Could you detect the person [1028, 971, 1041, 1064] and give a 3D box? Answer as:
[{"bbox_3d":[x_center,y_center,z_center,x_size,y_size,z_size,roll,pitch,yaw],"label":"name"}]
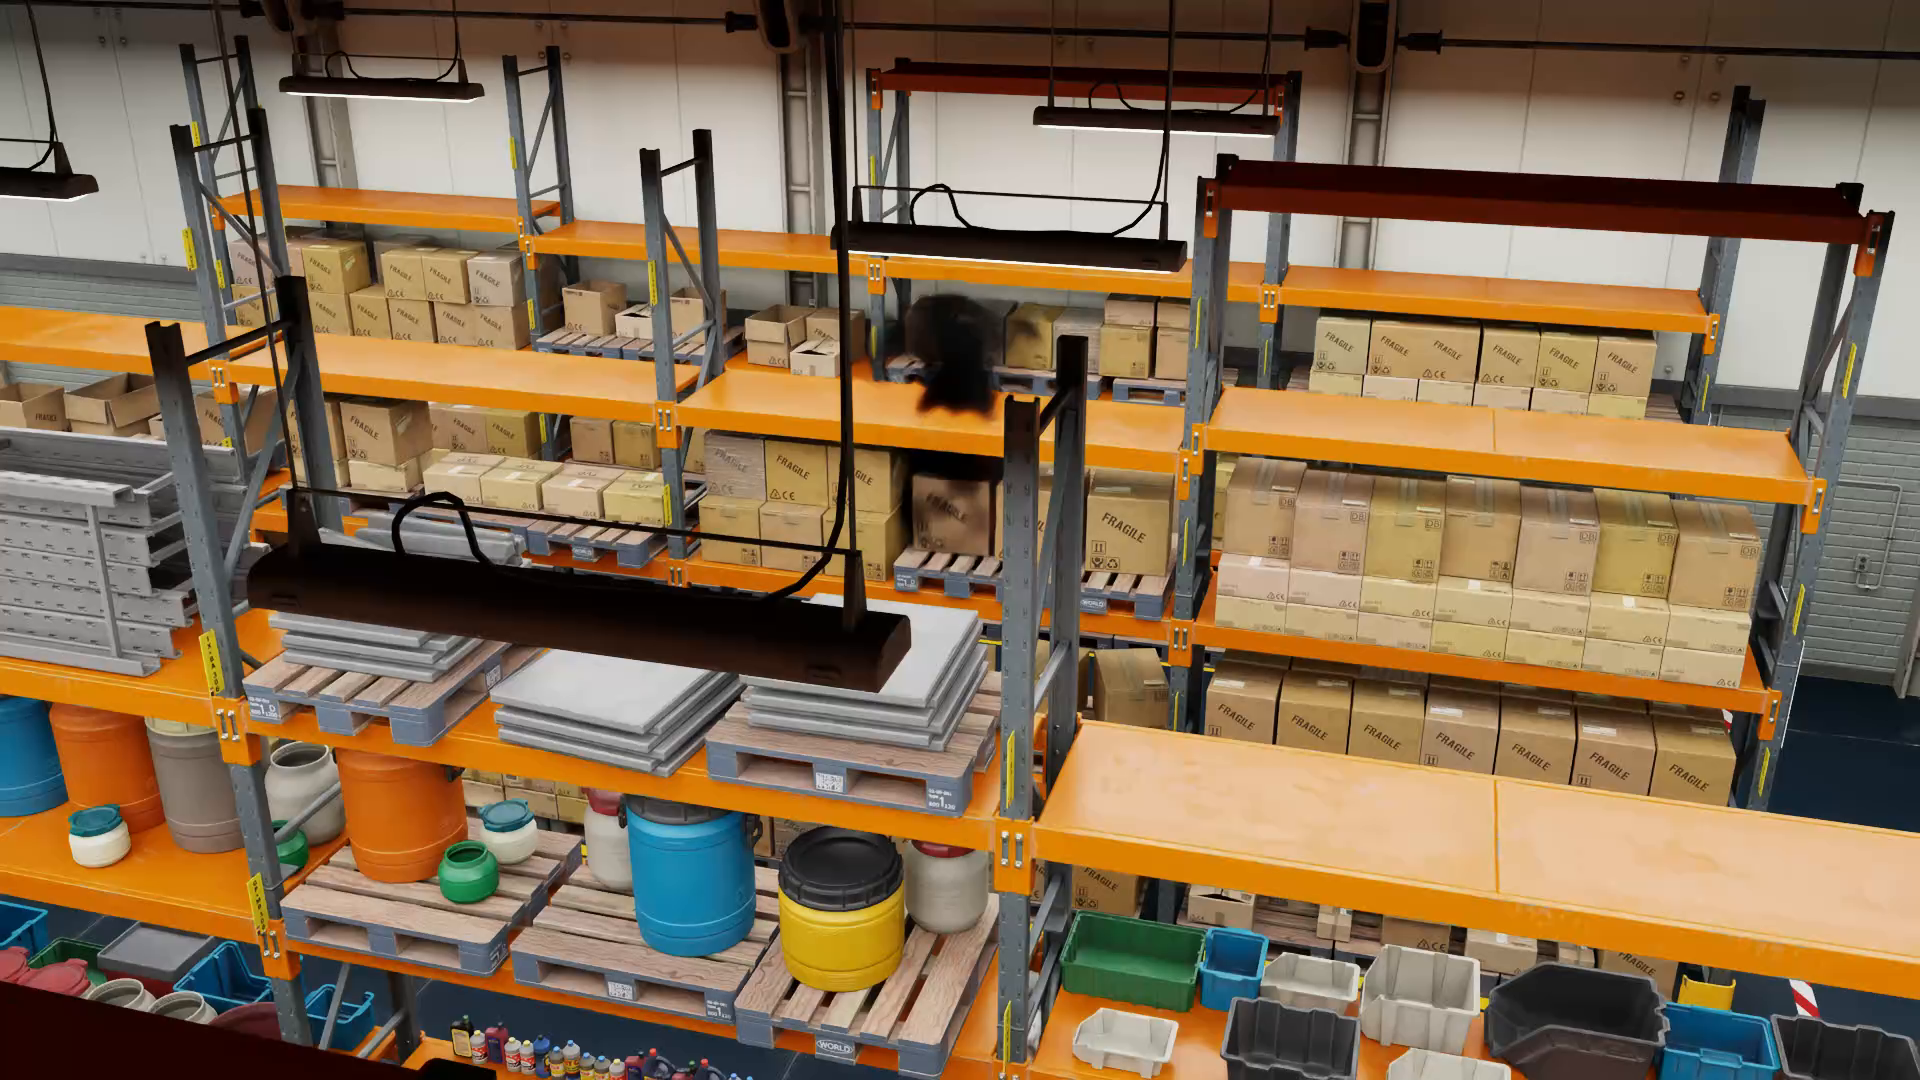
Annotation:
[{"bbox_3d":[0.495,3.423,10.408,0.711,1.704,0.588,10,25,23],"label":"person"}]
